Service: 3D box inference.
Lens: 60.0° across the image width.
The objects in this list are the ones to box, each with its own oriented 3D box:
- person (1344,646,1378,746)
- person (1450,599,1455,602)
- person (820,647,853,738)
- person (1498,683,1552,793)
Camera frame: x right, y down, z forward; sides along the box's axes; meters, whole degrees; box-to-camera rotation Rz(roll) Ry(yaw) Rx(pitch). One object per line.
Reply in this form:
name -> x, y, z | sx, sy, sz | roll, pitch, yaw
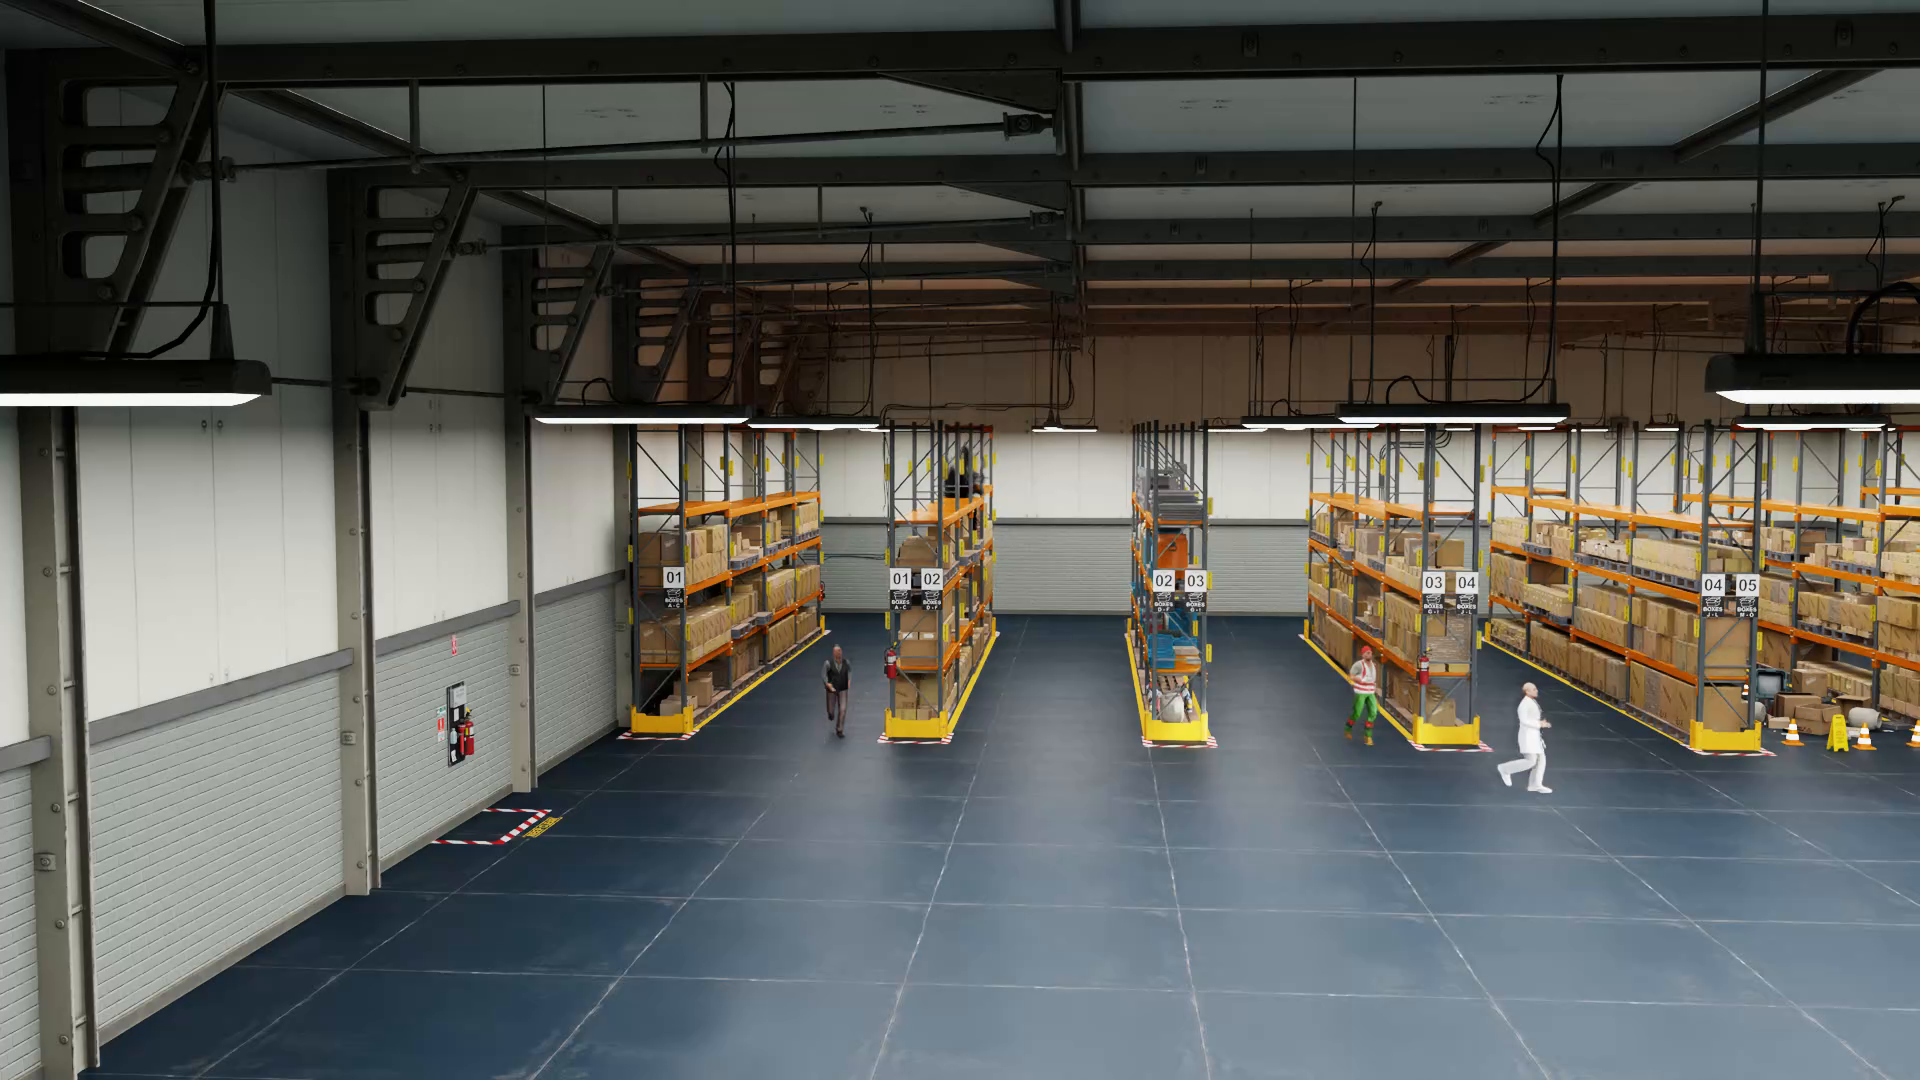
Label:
person -> 7.486, 2.882, 30.910 | 0.667, 1.854, 0.743 | -2, 4, -25
person -> 13.881, 1.963, 47.092 | 0.673, 1.610, 0.616 | -3, 4, -35
person -> -2.354, 2.887, 31.822 | 0.643, 1.710, 0.999 | 0, 4, -7
person -> 9.098, 3.156, 26.625 | 0.771, 1.746, 0.710 | 2, 4, 31
